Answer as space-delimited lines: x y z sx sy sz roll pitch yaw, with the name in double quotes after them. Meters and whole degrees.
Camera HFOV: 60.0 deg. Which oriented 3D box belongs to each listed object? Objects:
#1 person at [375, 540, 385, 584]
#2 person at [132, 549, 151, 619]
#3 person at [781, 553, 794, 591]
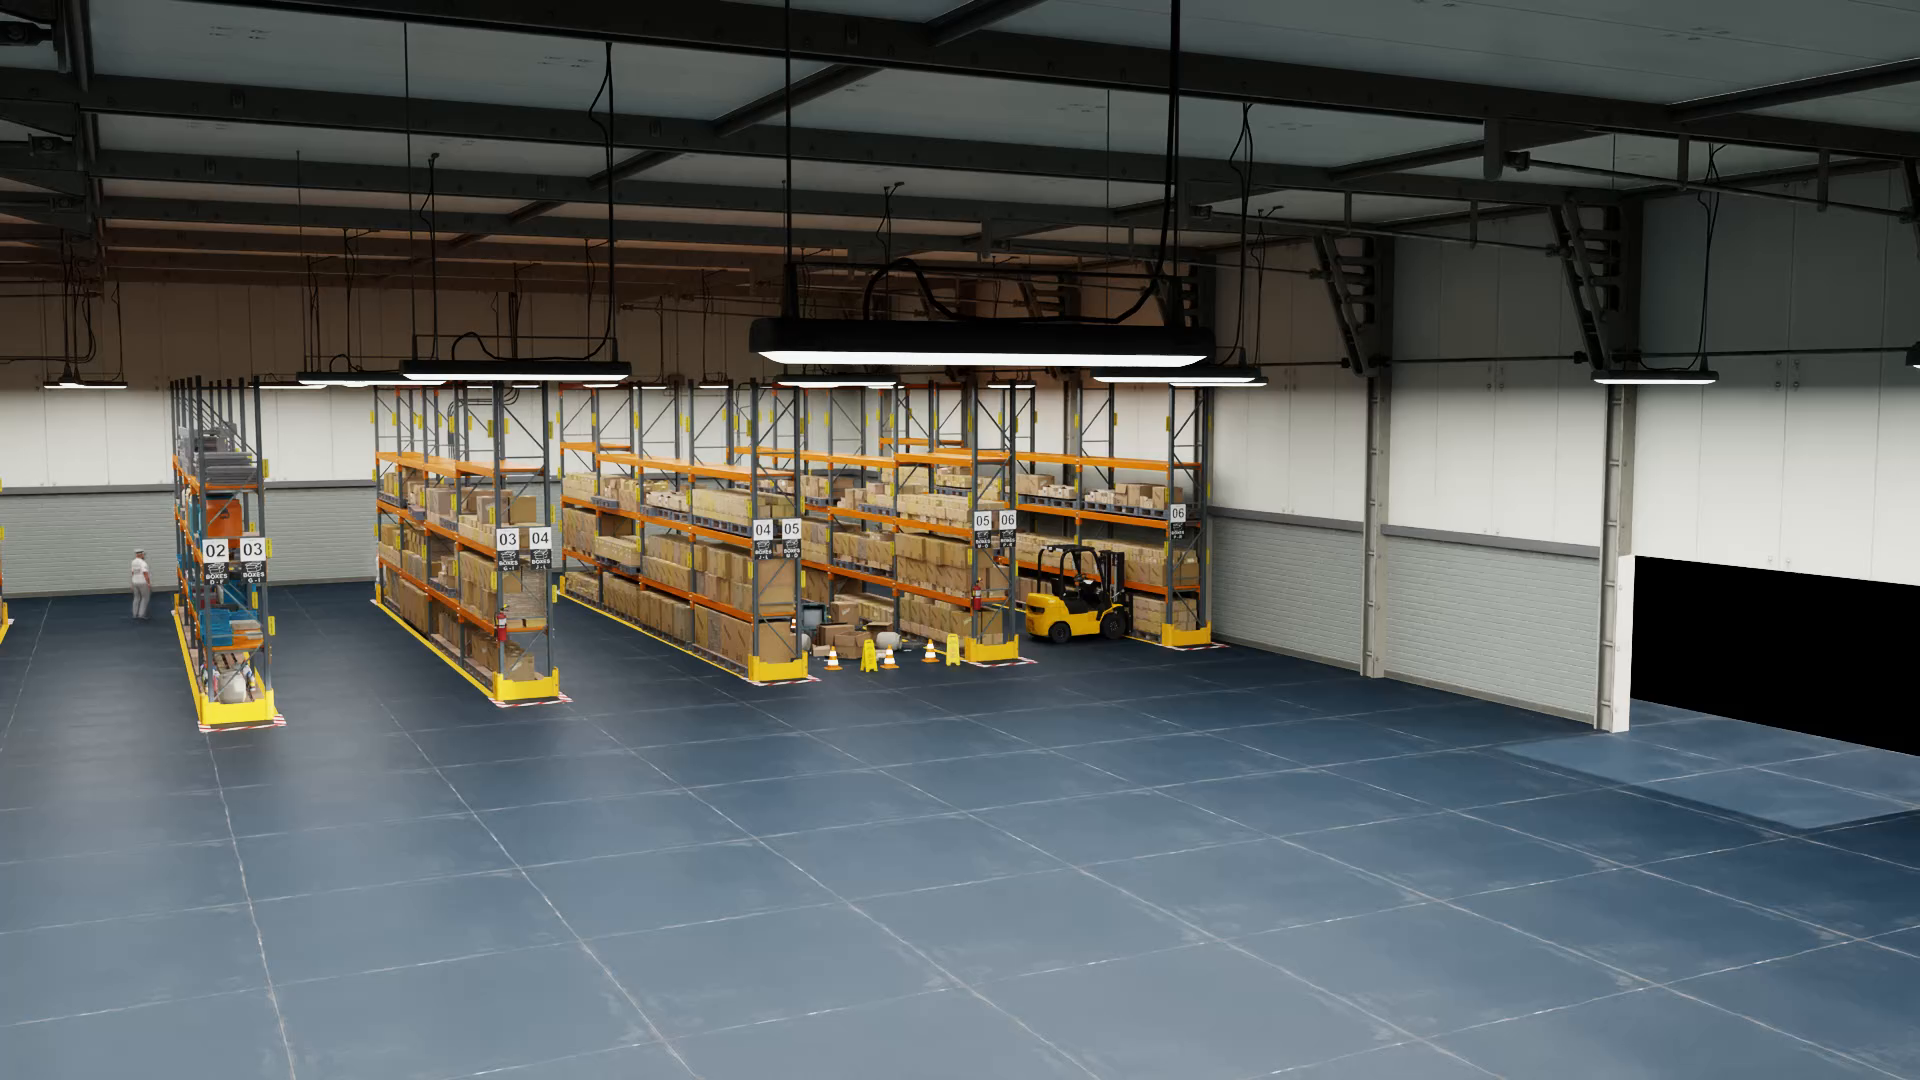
-16.637 0.560 48.170 0.577 1.803 0.414 -1 5 -15 "person"
-20.698 1.117 42.063 0.634 1.805 0.403 3 6 29 "person"
-4.411 1.142 42.075 0.456 1.690 0.370 0 5 4 "person"
